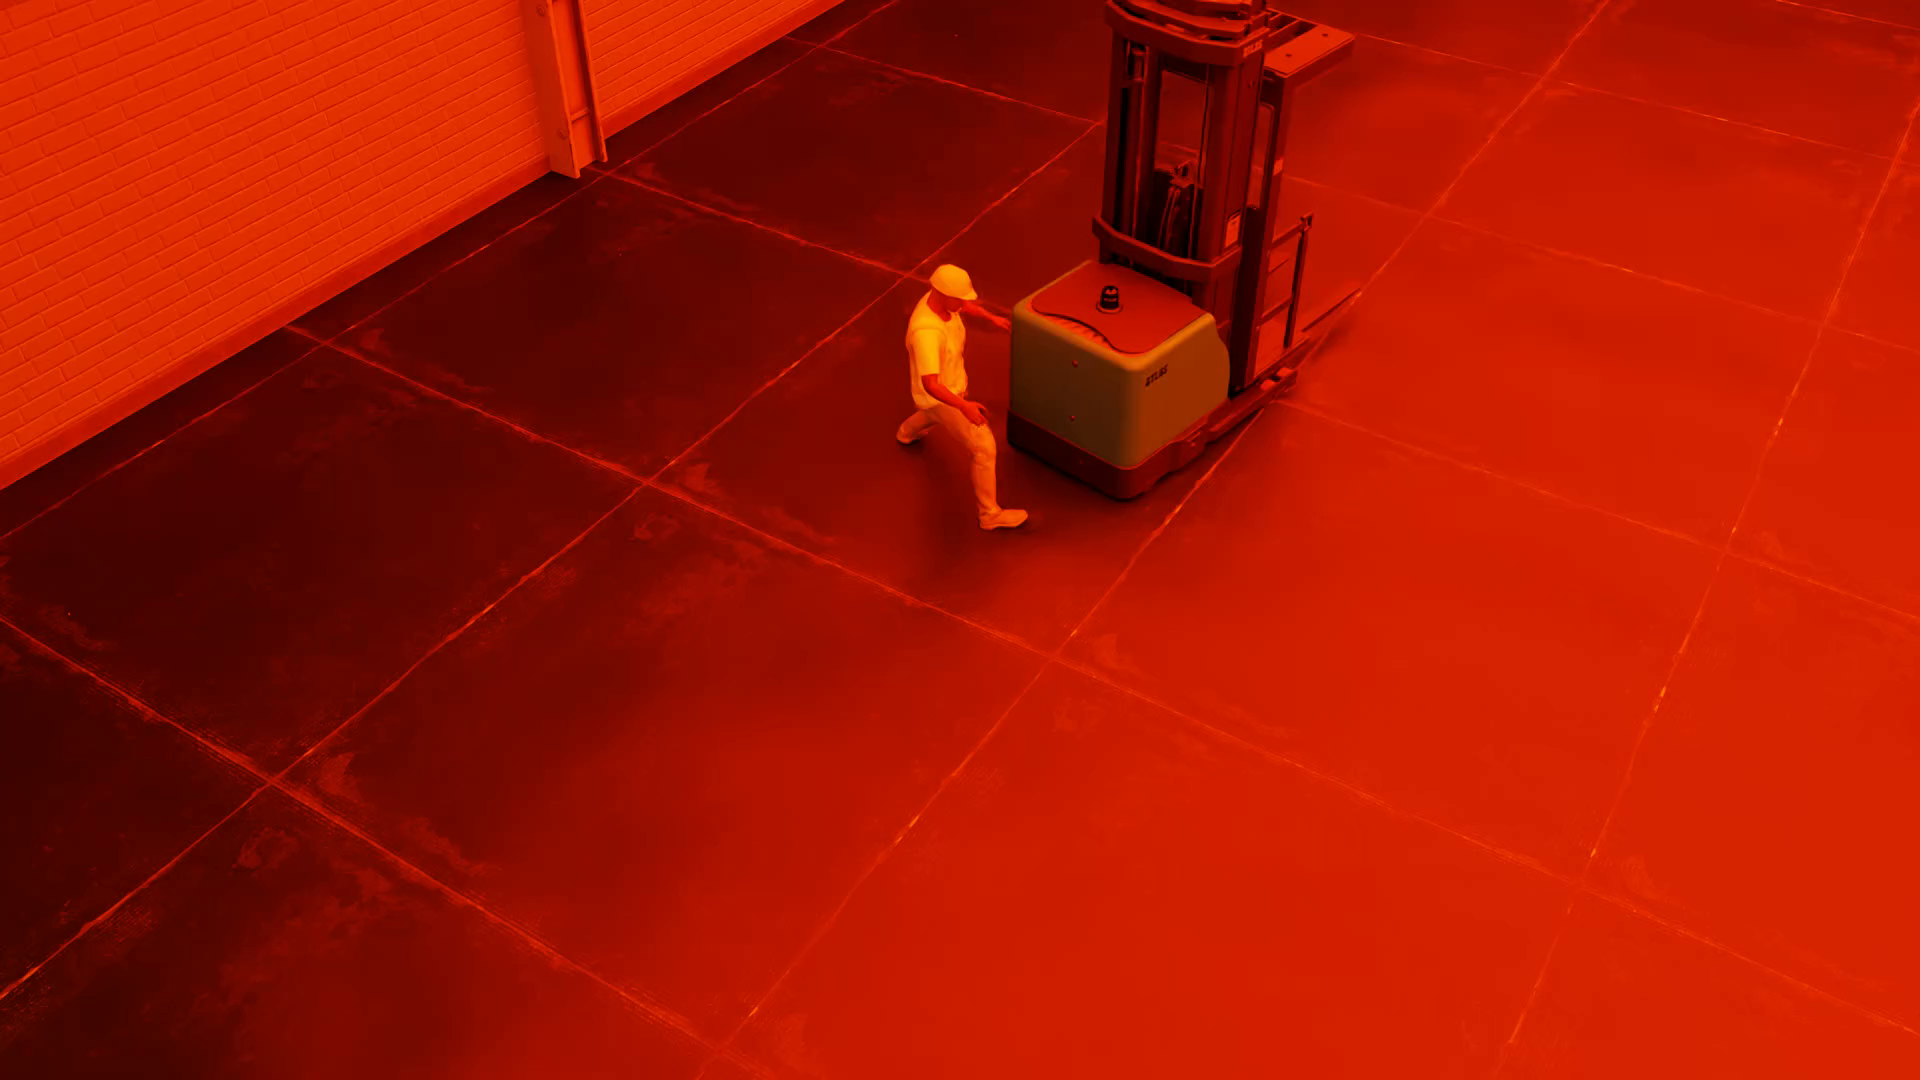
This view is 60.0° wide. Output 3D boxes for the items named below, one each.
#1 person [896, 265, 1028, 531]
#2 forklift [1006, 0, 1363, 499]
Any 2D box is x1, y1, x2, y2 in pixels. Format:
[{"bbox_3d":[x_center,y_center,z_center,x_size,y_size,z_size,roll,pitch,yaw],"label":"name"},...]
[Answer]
[{"bbox_3d":[0.010,-0.998,10.217,0.970,1.604,1.055,6,41,7],"label":"person"},{"bbox_3d":[1.668,-2.243,10.613,1.130,2.935,3.031,30,49,31],"label":"forklift"}]
